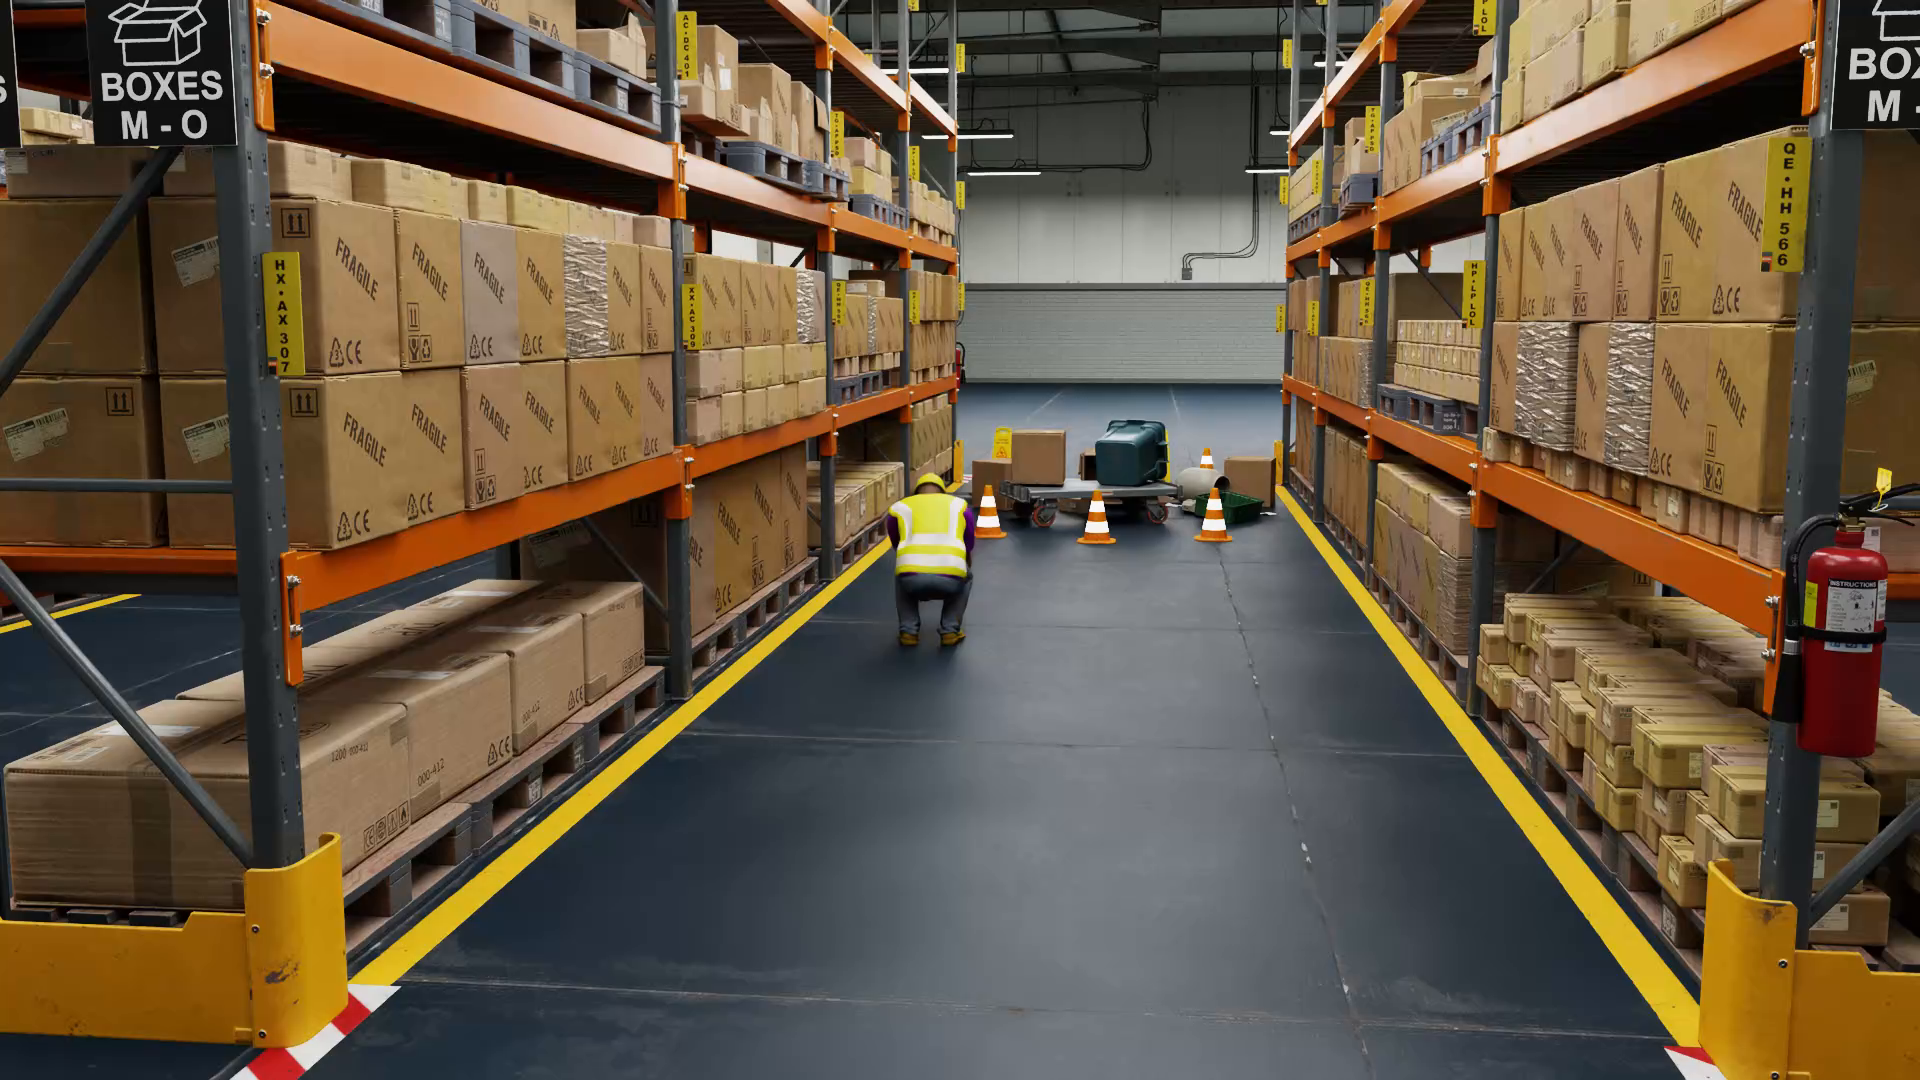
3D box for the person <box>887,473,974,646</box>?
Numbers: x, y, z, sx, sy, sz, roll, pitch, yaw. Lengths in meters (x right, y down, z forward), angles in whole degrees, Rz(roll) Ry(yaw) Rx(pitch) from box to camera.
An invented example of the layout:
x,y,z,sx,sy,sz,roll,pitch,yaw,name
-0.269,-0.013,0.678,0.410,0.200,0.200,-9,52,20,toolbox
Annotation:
x,y,z,sx,sy,sz,roll,pitch,yaw,name
-0.190,0.114,10.277,0.542,1.004,0.918,1,8,5,person
